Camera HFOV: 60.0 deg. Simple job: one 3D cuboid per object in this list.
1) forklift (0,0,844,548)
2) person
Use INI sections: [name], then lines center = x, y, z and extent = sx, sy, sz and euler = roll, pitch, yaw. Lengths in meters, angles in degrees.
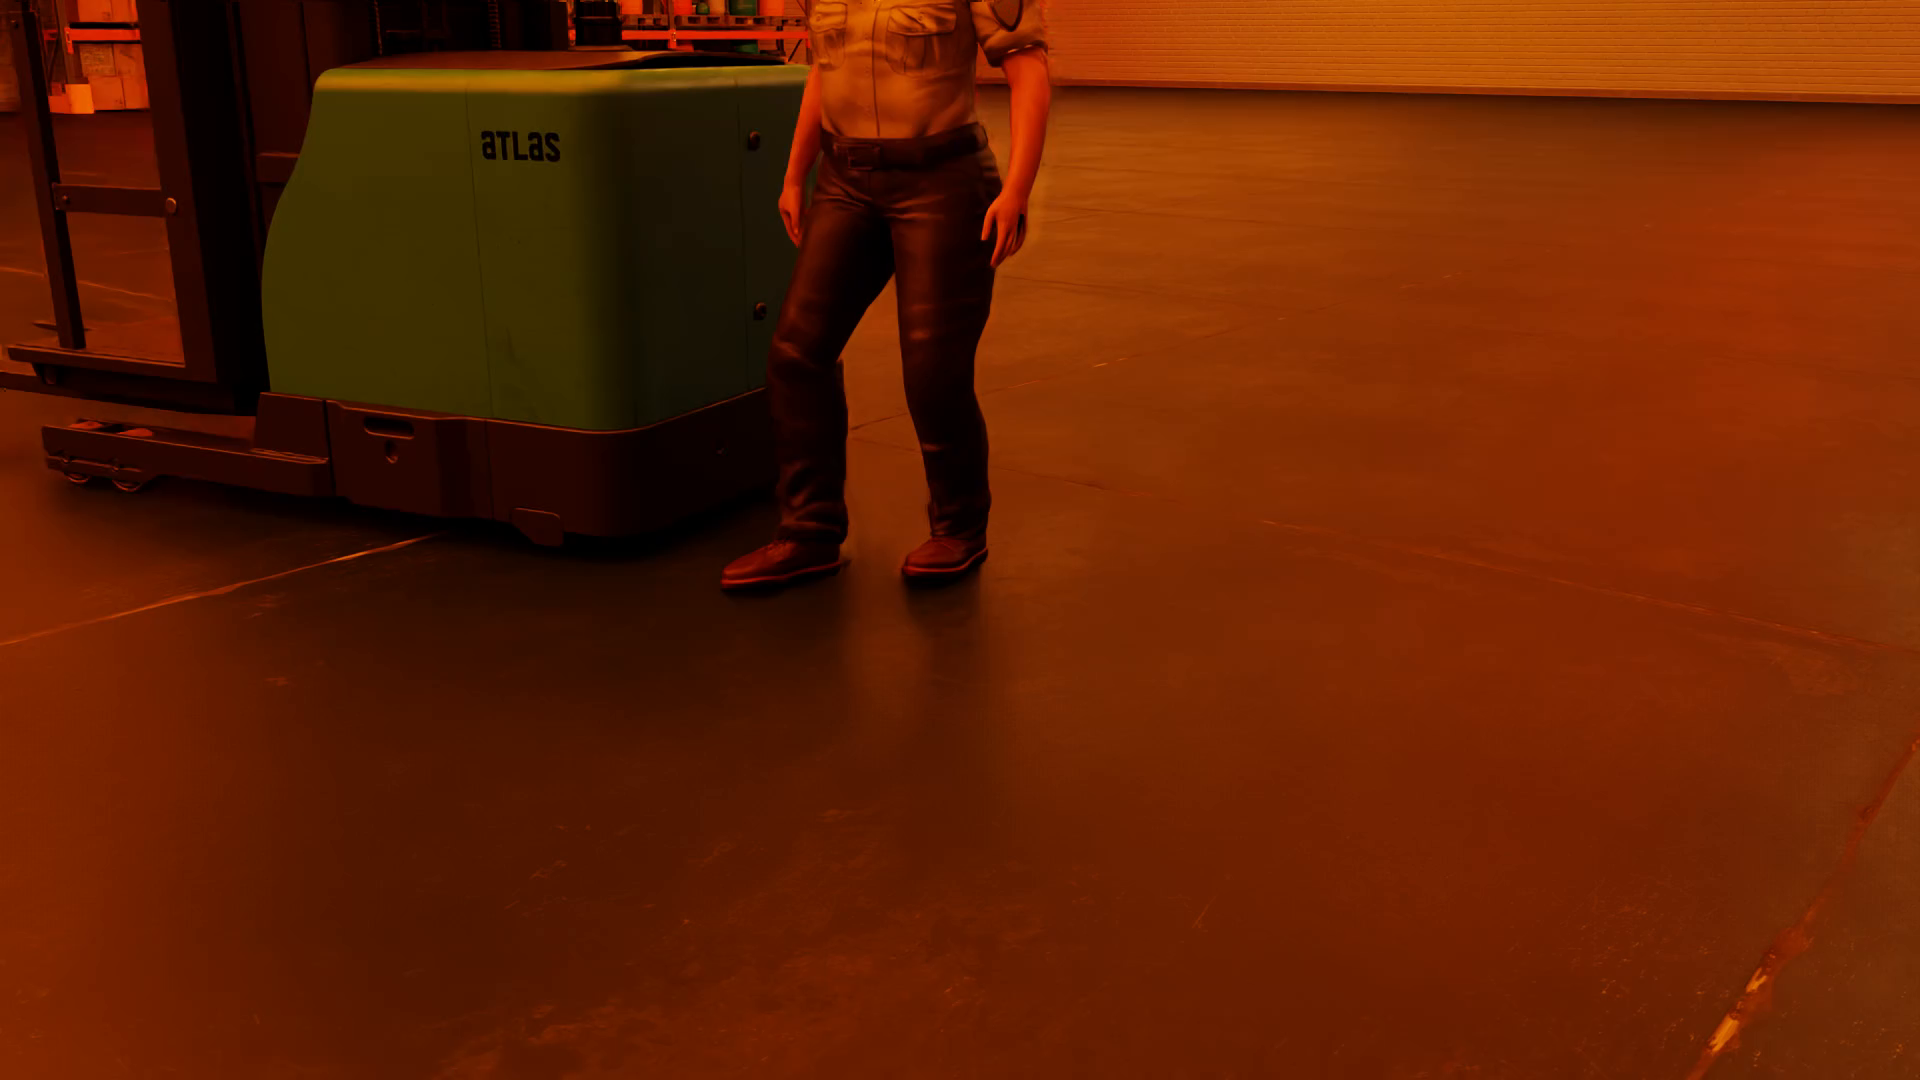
[forklift]
center = -1.871, -1.657, 4.355
extent = 3.031, 2.935, 1.130
euler = 8, 19, 24
[person]
center = -0.169, -0.695, 3.461
extent = 0.689, 1.606, 0.593
euler = 9, 19, 28
